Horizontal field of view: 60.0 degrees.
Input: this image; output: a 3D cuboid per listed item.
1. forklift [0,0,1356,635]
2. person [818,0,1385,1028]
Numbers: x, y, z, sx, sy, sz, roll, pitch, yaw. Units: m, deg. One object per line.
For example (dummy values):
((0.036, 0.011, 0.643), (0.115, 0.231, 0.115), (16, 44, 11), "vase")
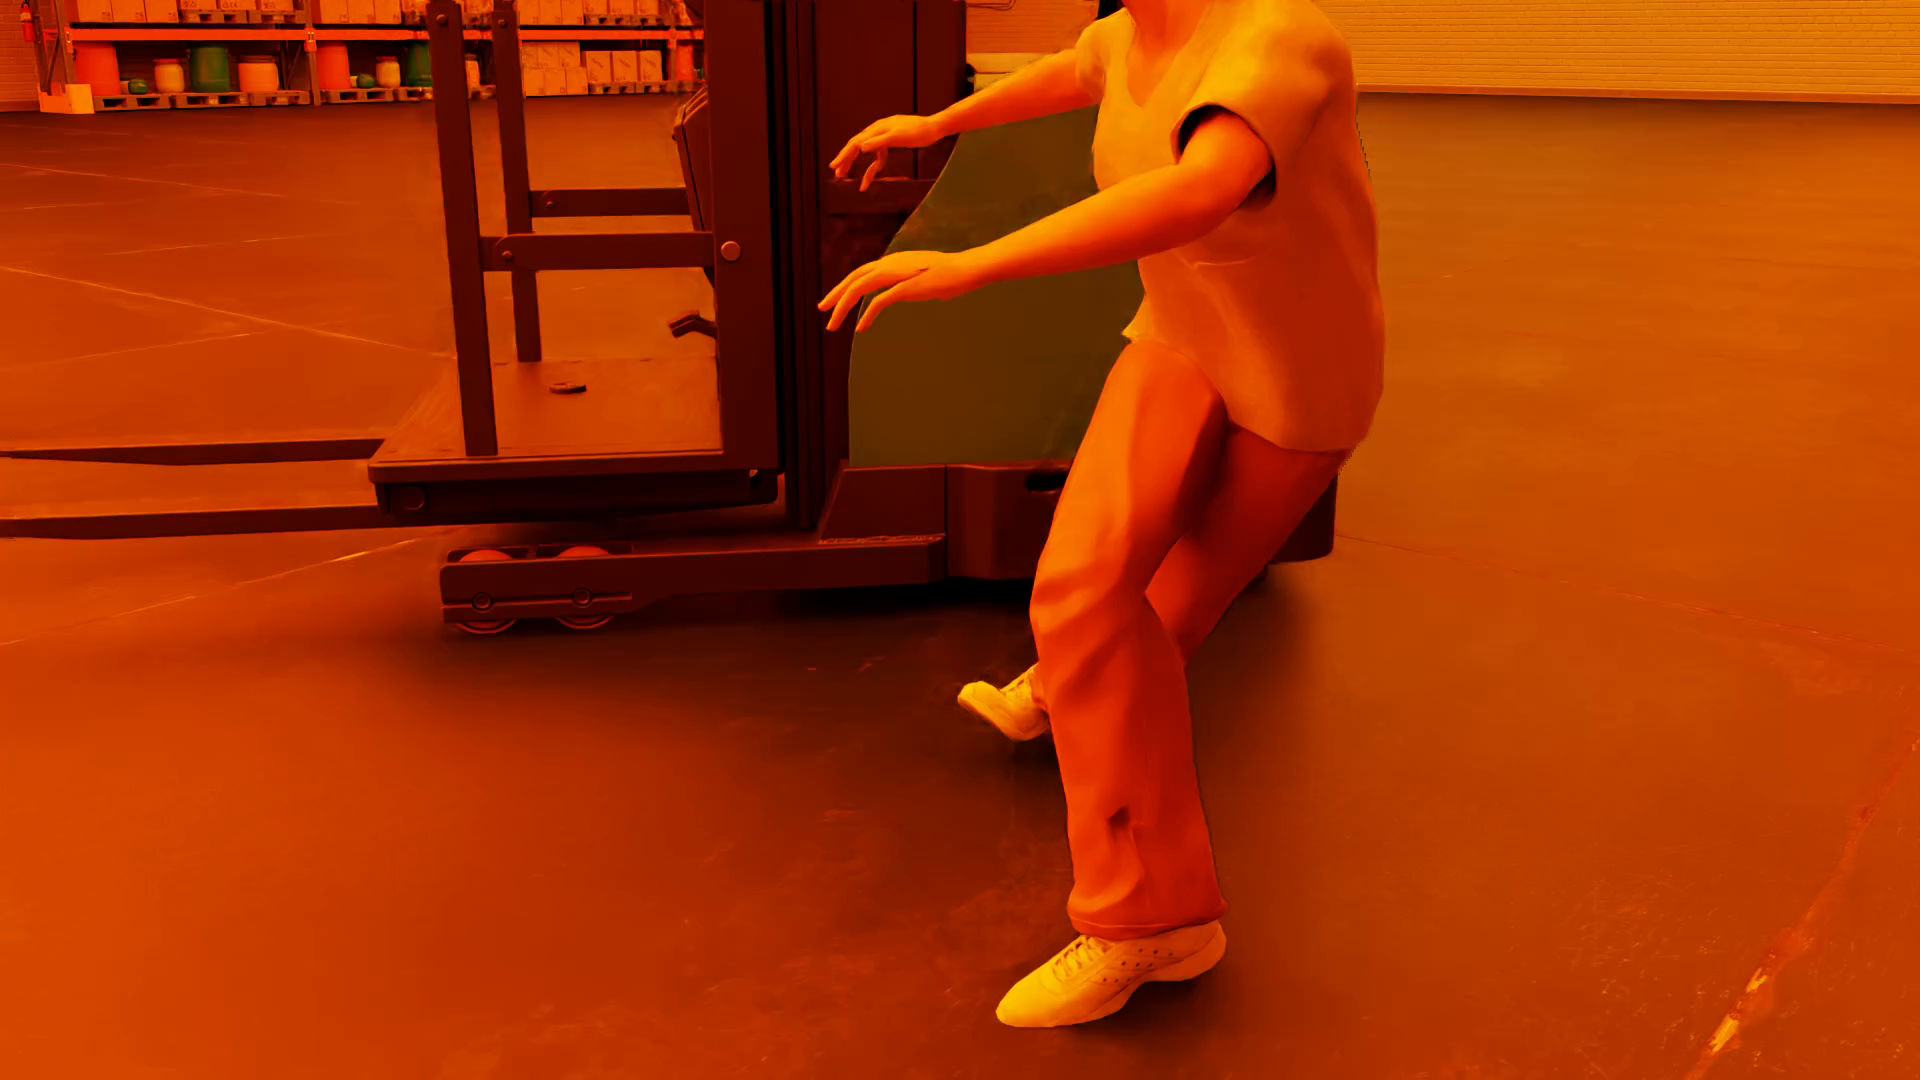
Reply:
((-0.746, -1.378, 3.435), (3.031, 2.935, 1.130), (-3, 17, -8), "forklift")
((0.104, -0.186, 2.134), (0.829, 1.459, 1.036), (14, 22, 39), "person")
